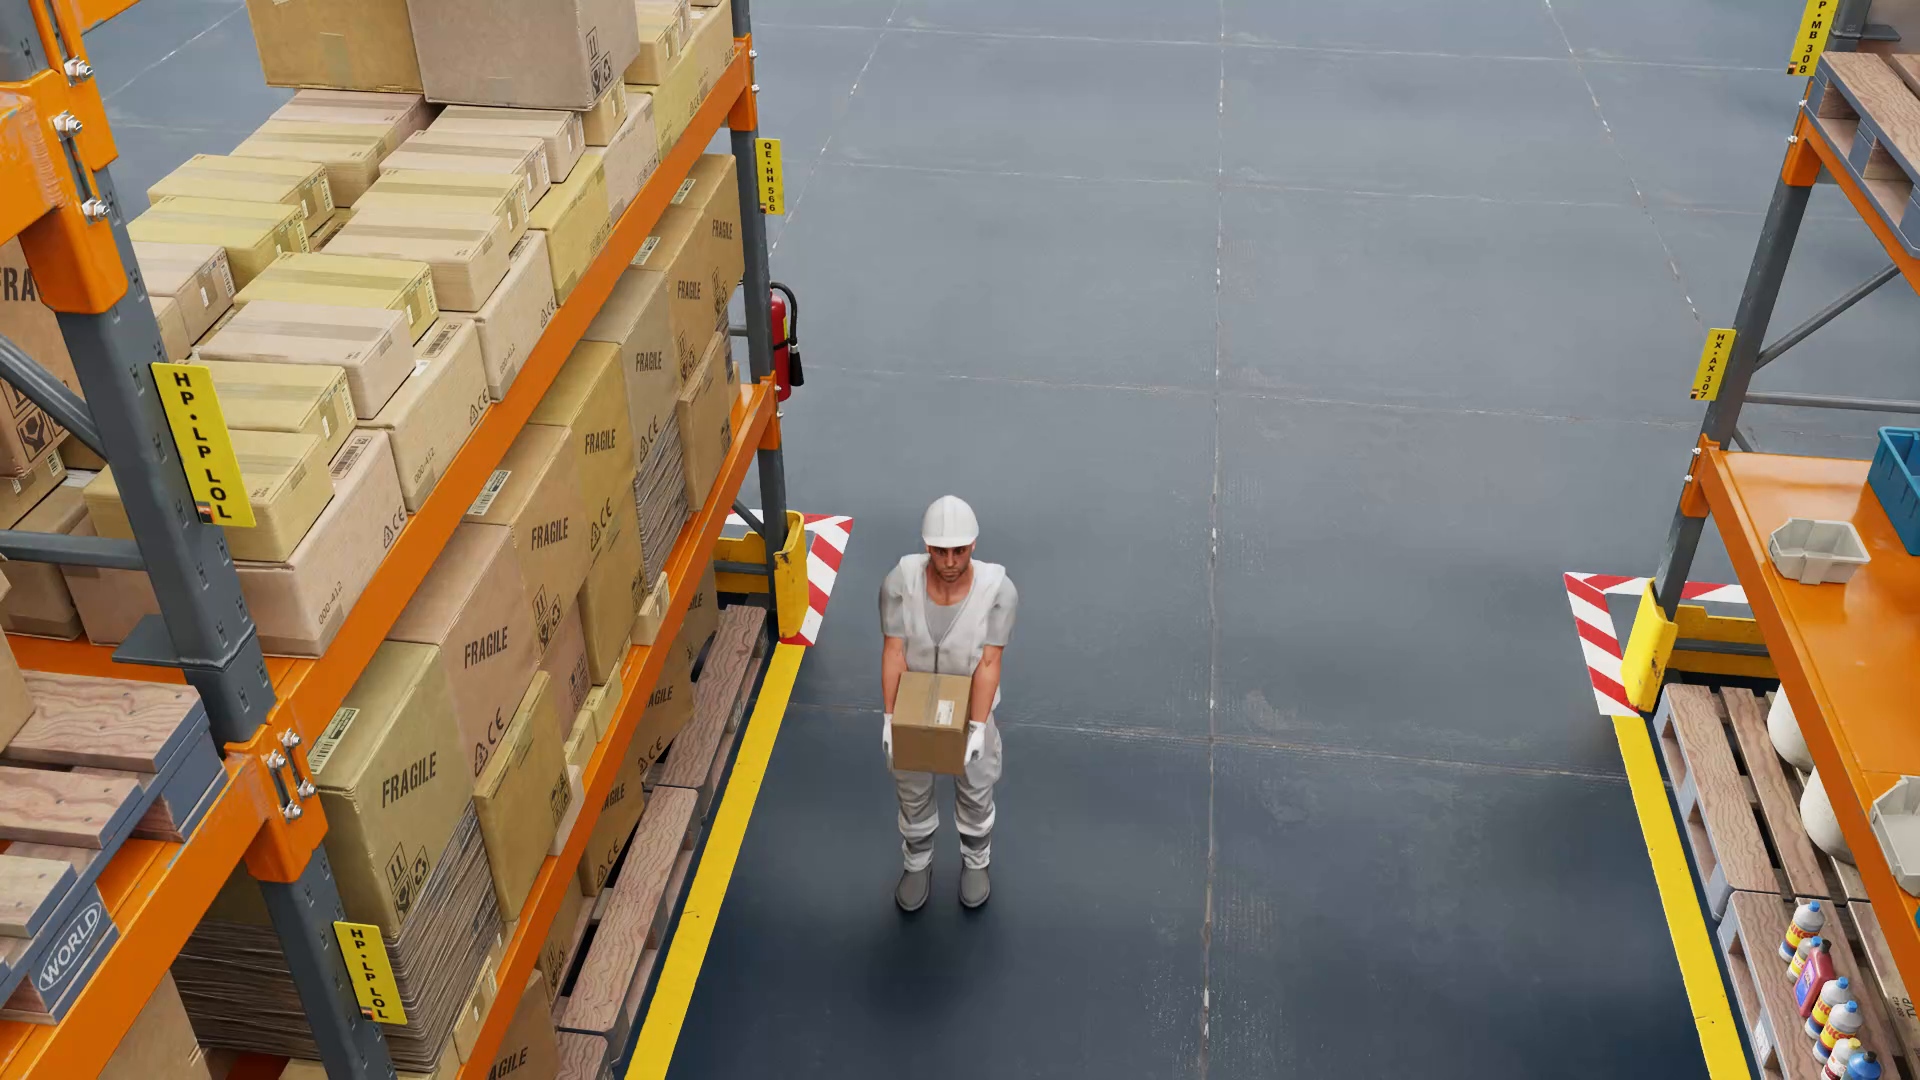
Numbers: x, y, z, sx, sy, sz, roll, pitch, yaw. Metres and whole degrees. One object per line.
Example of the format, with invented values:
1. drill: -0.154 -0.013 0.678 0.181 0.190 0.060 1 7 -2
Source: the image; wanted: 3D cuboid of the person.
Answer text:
1. person: -0.060 0.674 6.087 0.495 1.786 0.558 5 36 6
